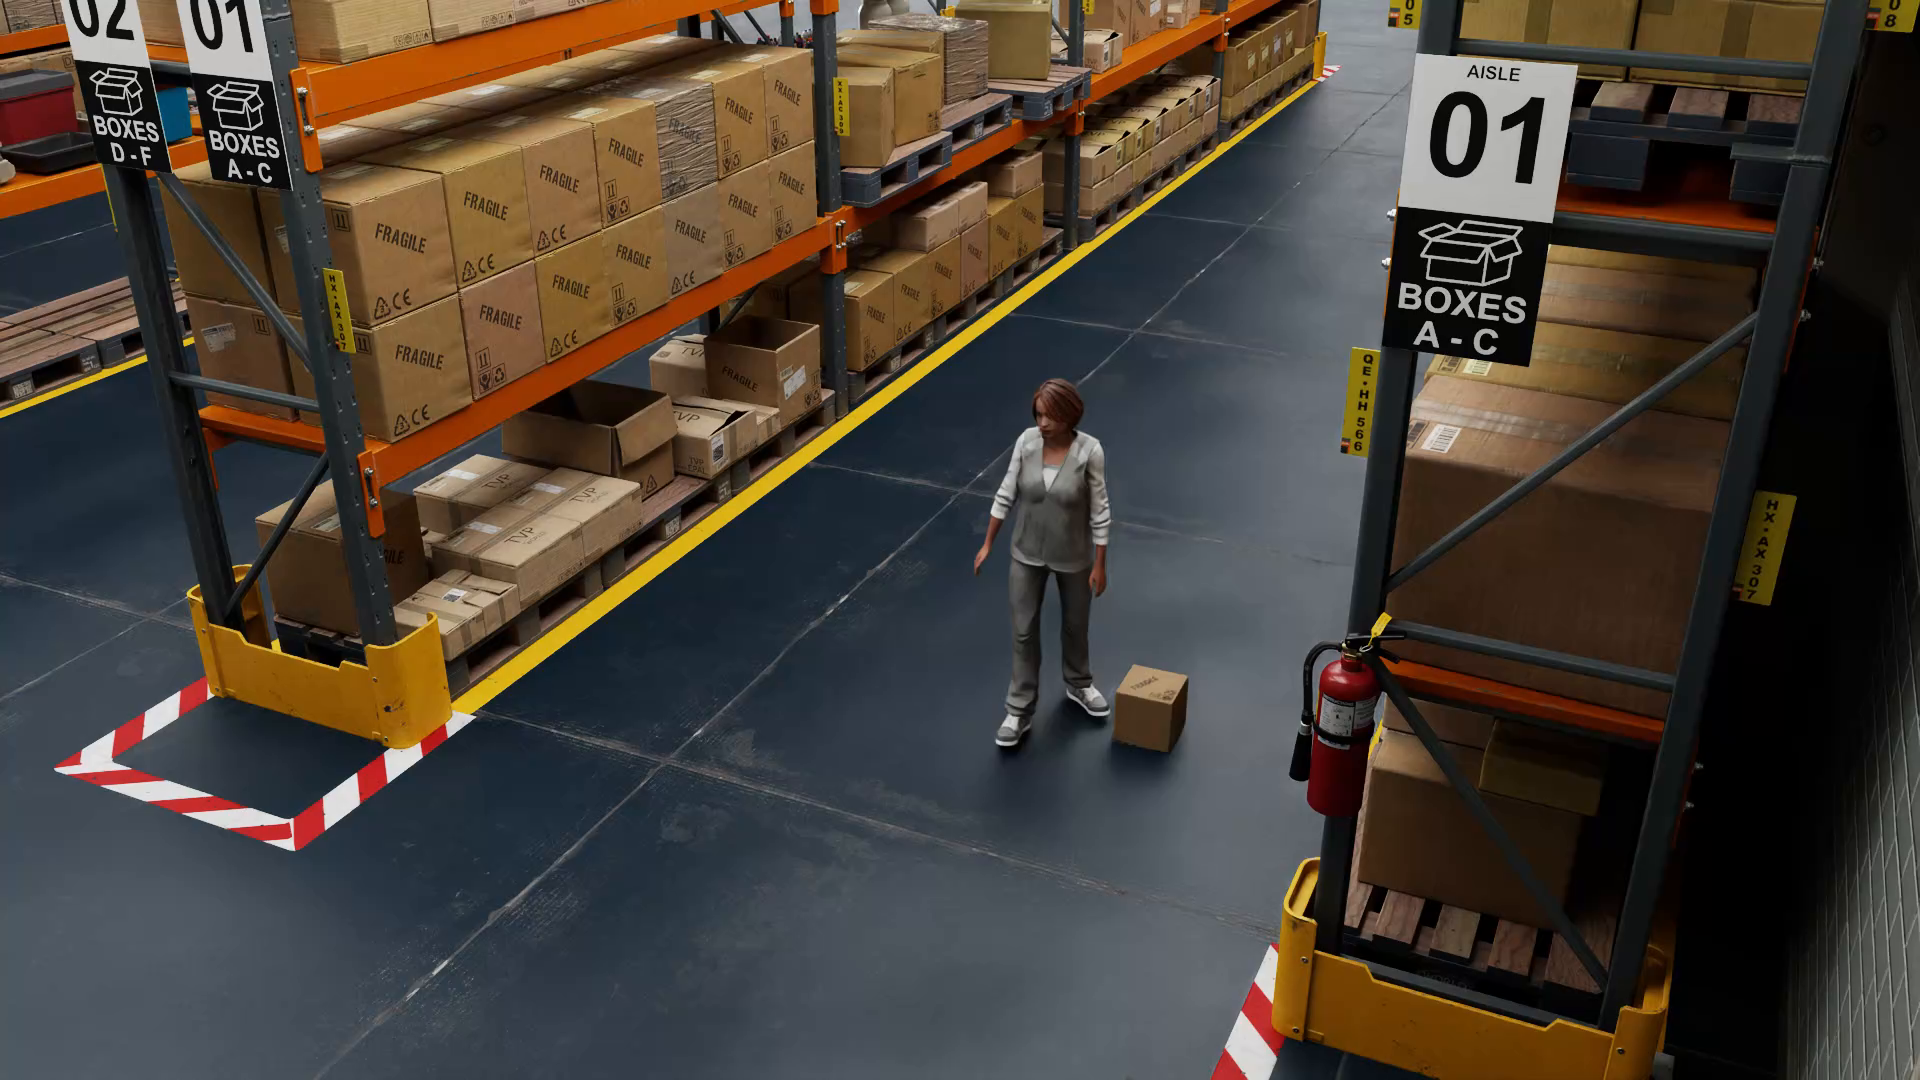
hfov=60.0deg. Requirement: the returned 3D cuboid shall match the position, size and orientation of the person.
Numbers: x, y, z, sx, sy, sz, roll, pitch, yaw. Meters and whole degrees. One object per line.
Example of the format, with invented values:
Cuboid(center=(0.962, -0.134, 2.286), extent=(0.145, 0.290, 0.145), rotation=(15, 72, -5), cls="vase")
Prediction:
Cuboid(center=(0.349, 0.081, 6.931), extent=(0.591, 1.584, 0.564), rotation=(6, 27, 12), cls="person")
